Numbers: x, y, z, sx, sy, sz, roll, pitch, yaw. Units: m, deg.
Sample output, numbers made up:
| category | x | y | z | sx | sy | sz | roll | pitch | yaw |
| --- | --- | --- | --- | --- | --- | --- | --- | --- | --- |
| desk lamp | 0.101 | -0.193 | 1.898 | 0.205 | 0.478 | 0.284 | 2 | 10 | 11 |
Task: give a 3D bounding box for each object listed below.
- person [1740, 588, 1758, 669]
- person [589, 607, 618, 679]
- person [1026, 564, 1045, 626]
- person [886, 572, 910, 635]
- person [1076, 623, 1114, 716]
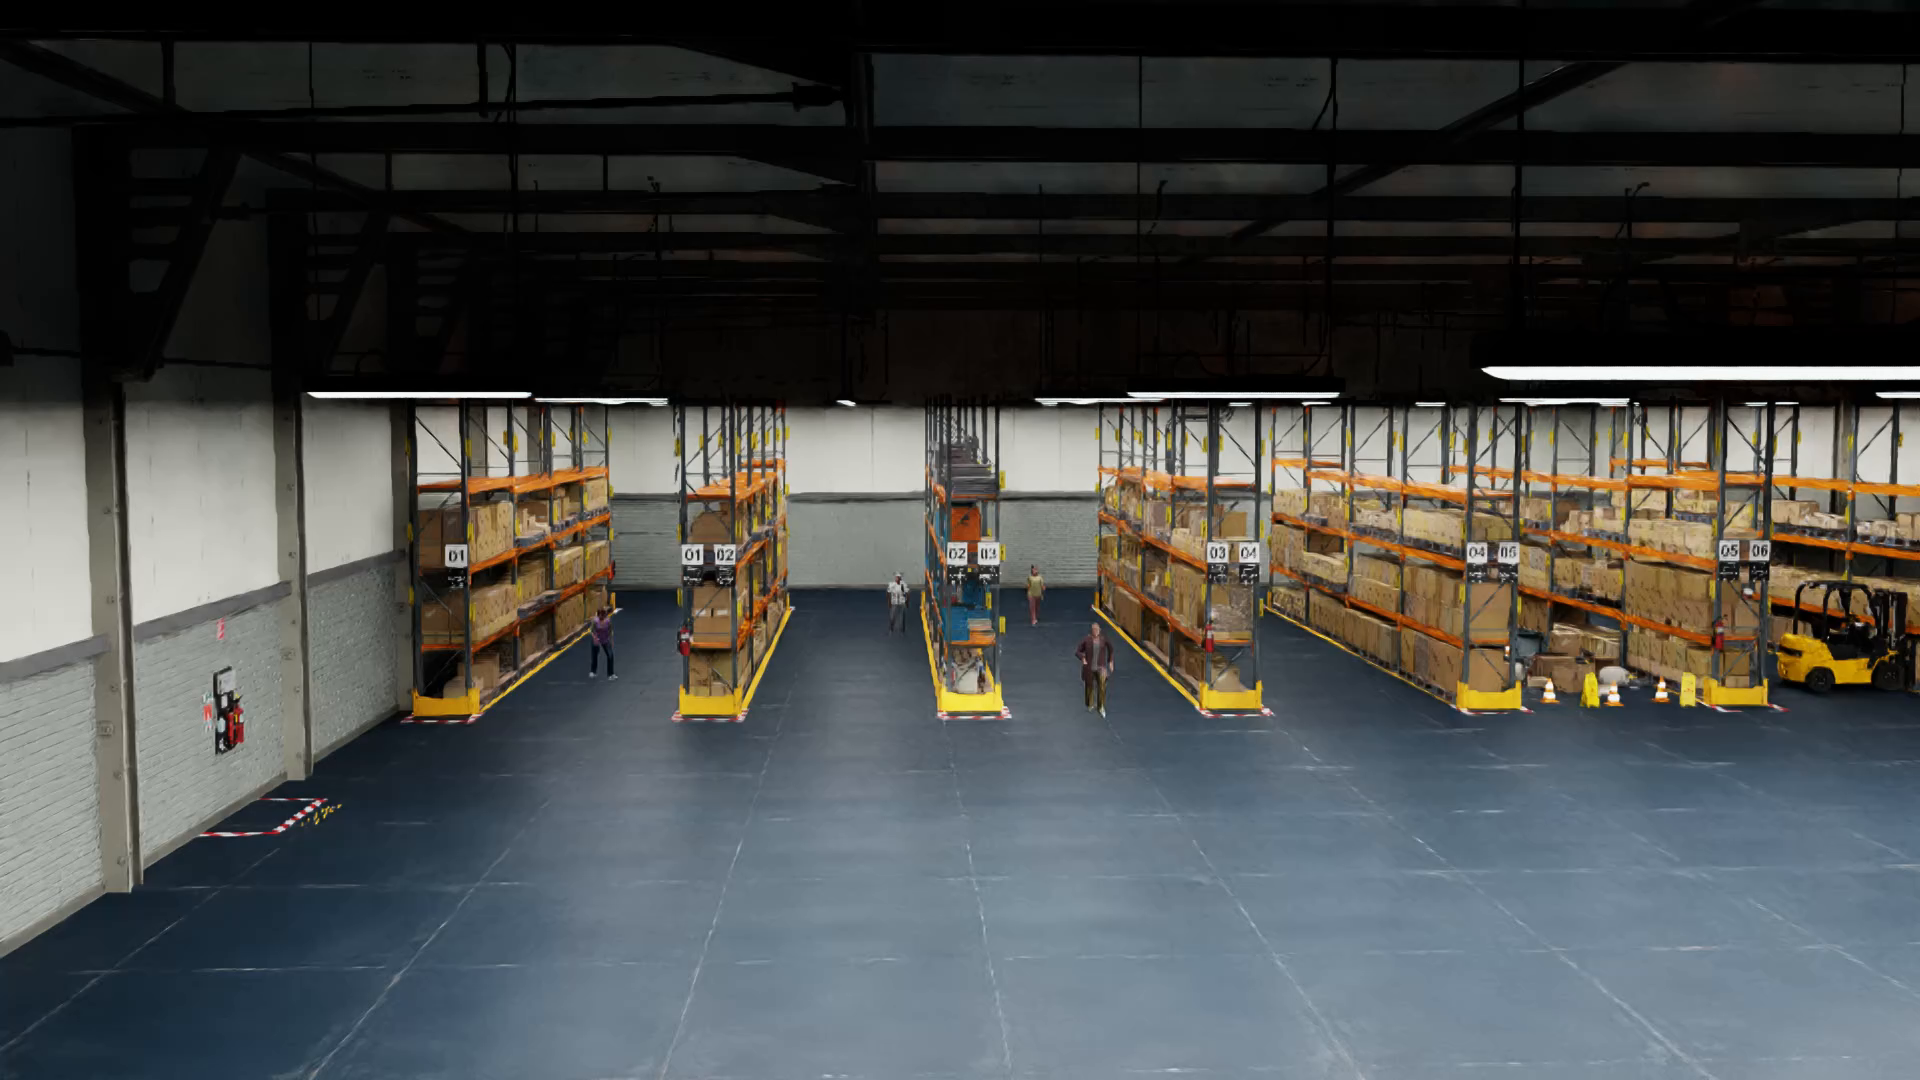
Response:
| category | x | y | z | sx | sy | sz | roll | pitch | yaw |
| --- | --- | --- | --- | --- | --- | --- | --- | --- | --- |
| person | 17.314 | 1.929 | 36.646 | 0.576 | 1.768 | 0.626 | 2 | 5 | 27 |
| person | -7.600 | 2.162 | 35.268 | 0.562 | 1.527 | 0.782 | -2 | 5 | -20 |
| person | 2.000 | 1.445 | 43.912 | 0.458 | 1.612 | 1.019 | 0 | 5 | -4 |
| person | -1.569 | 1.598 | 42.058 | 0.593 | 1.624 | 0.528 | 0 | 5 | -3 |
| person | 2.533 | 2.401 | 31.190 | 0.736 | 1.715 | 0.890 | 0 | 5 | 2 |
